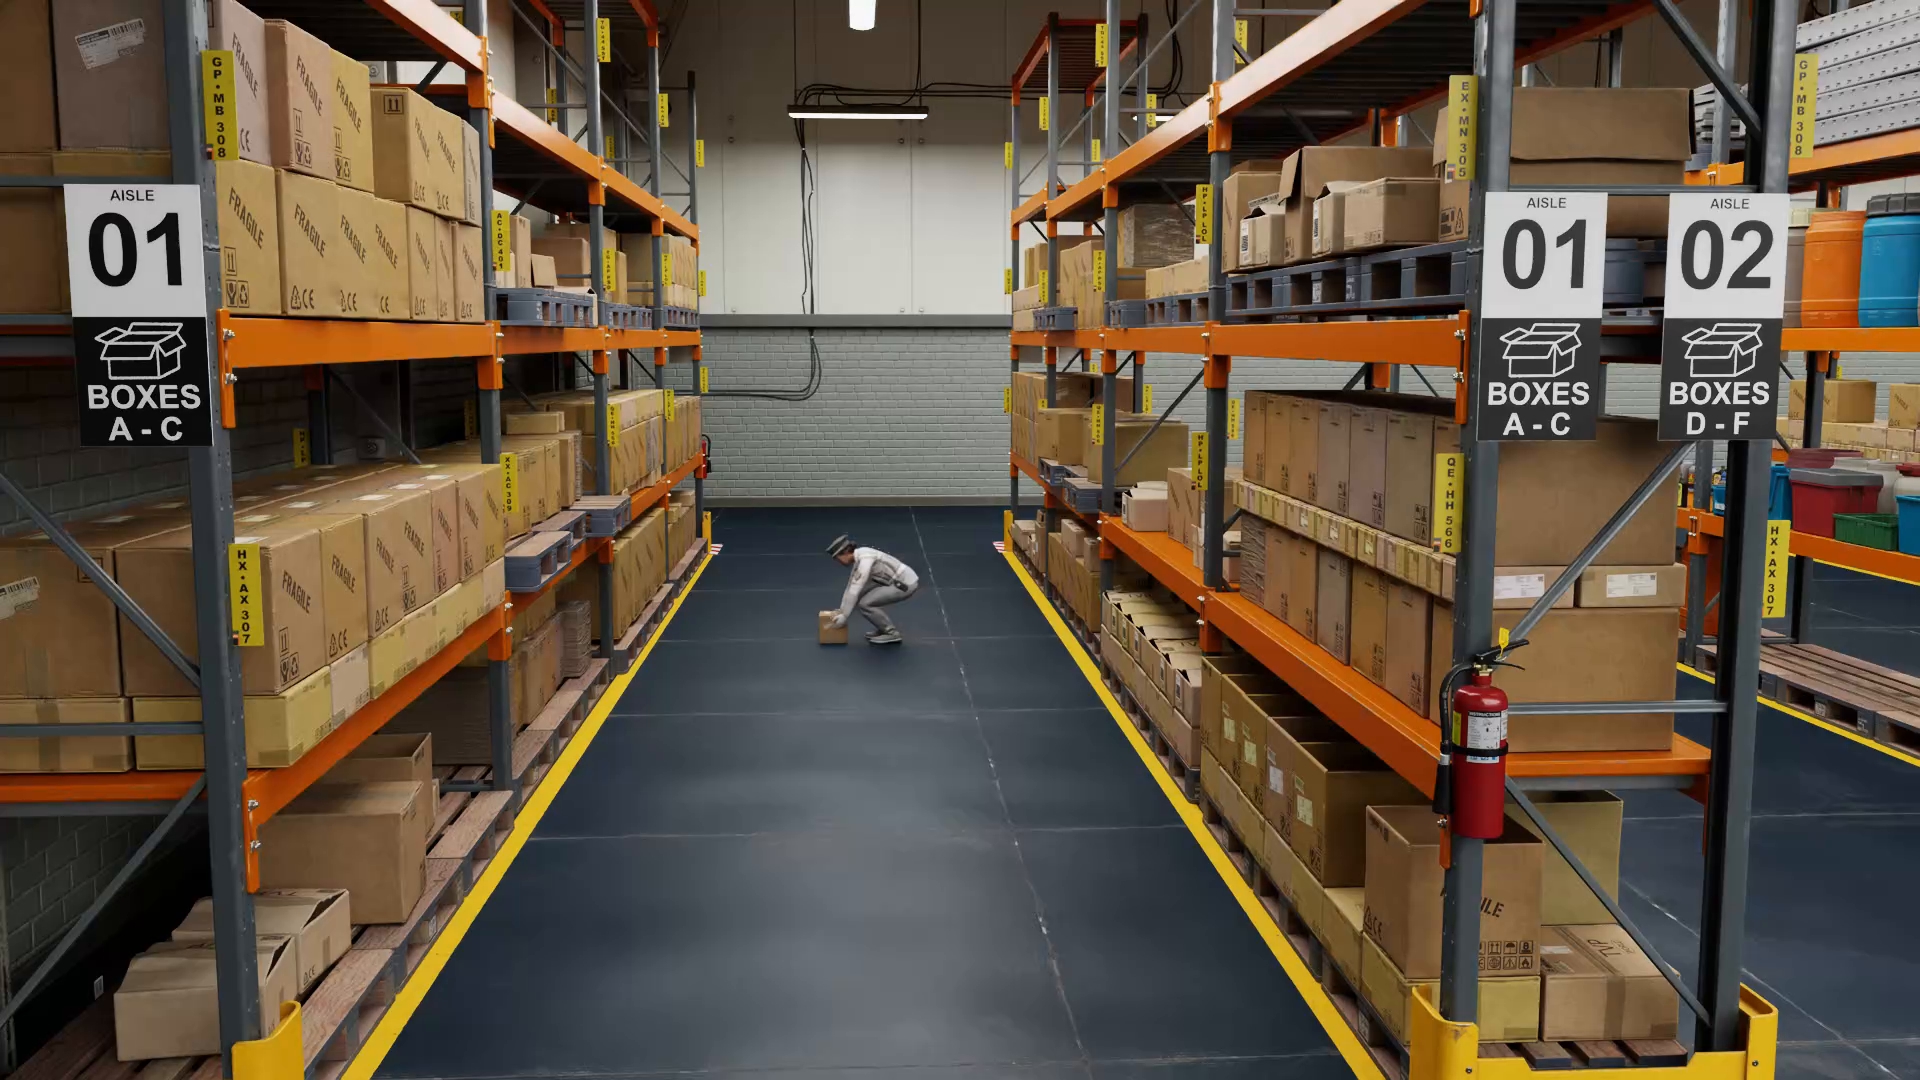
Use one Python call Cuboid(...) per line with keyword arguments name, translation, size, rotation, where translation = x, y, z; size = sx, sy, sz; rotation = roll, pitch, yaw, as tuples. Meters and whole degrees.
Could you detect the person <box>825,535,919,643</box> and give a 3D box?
Cuboid(name="person", translation=(-0.795, 0.434, 15.029), size=(0.845, 0.984, 0.489), rotation=(0, 7, -4))
